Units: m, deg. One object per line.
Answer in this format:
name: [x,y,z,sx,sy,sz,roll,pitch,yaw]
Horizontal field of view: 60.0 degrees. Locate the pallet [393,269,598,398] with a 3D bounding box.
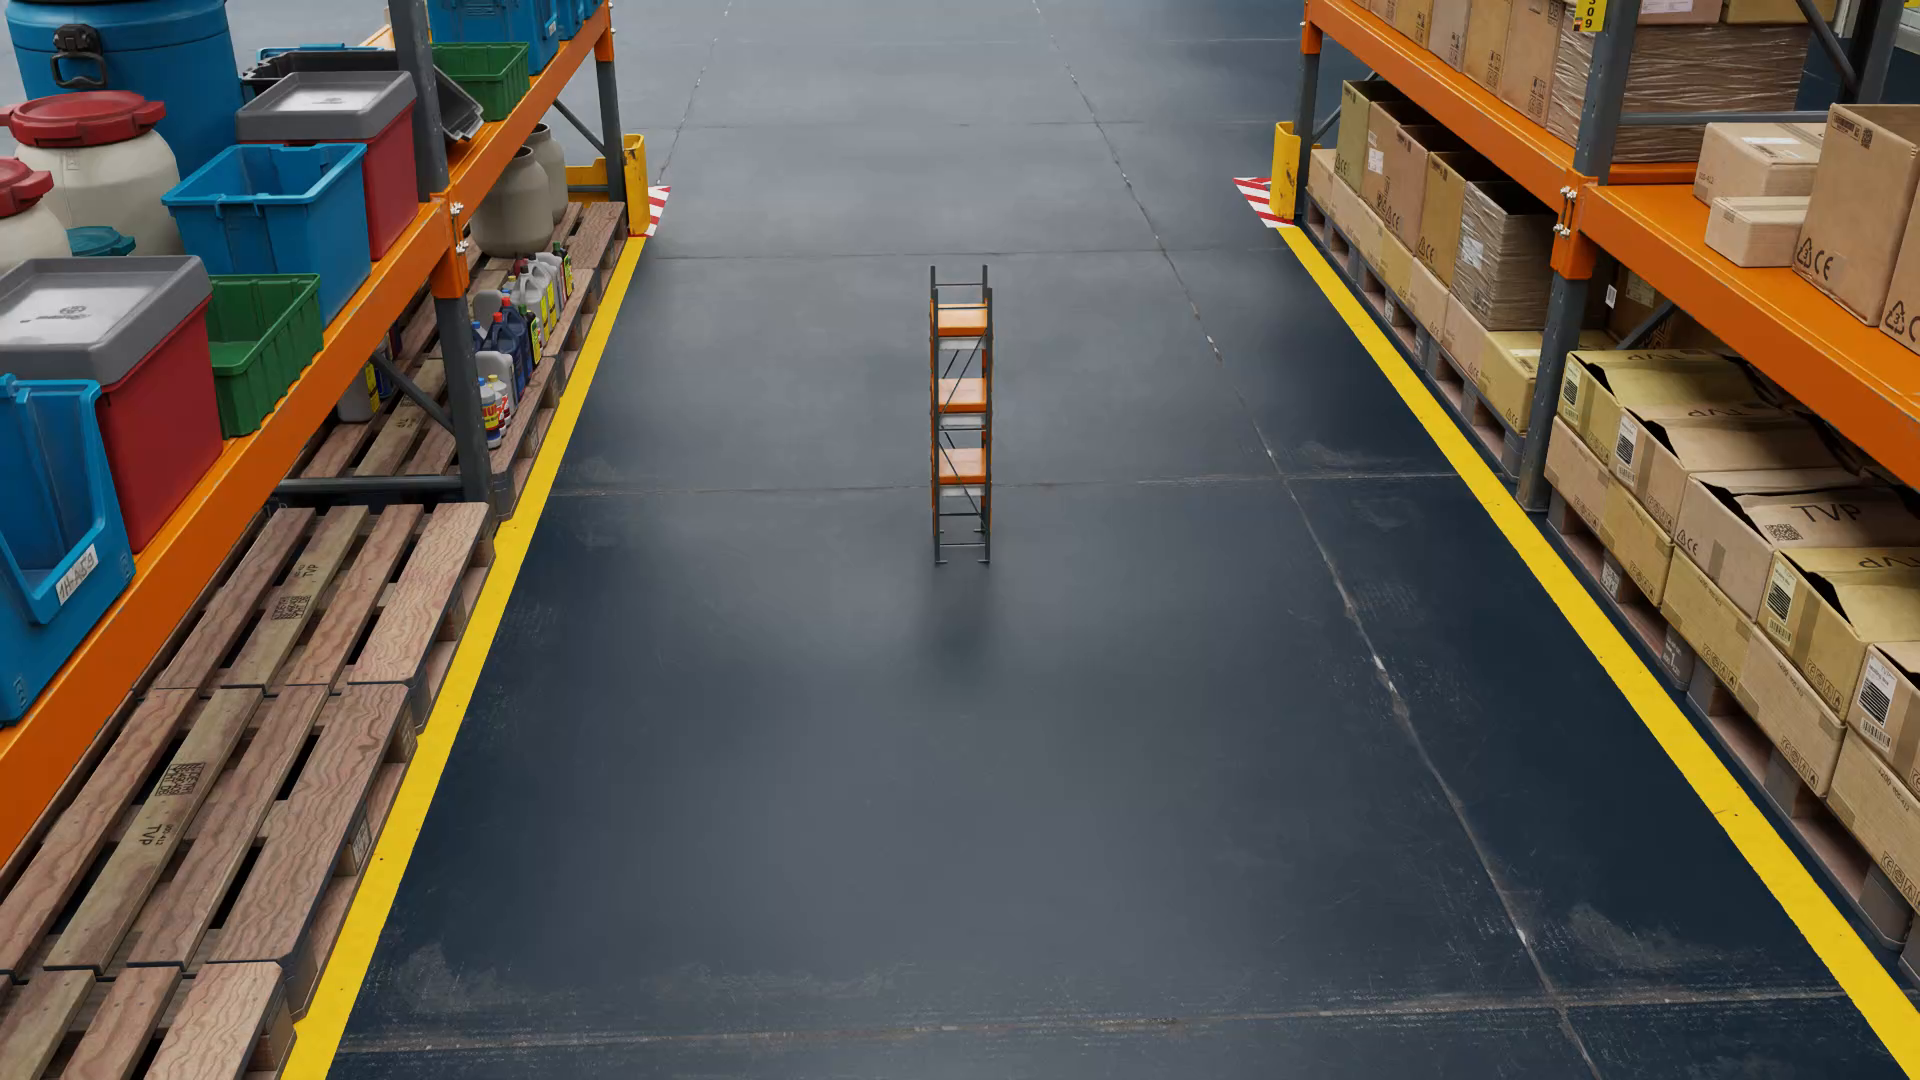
pallet: [-2.320,-0.992,7.924,1.003,0.211,1.213,-1,28,-3]

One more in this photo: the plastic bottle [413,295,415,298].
plastic bottle: [-2.680,-1.261,7.975,0.097,0.201,0.097,0,28,0]

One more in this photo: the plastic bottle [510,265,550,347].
plastic bottle: [-1.920,-1.039,7.388,0.144,0.351,0.185,-2,28,-3]

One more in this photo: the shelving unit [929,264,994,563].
shelving unit: [0.003,-0.441,5.960,0.215,1.050,0.252,-1,28,-3]

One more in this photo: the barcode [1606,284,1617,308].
barcode: [2.285,-0.855,5.835,0.001,0.075,0.075,-1,28,-3]

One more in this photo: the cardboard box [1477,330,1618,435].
cardboard box: [2.445,-0.646,6.765,0.500,0.250,0.500,-1,28,-3]

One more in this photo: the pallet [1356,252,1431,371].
pallet: [2.621,-1.167,8.259,1.003,0.211,1.213,-1,28,-3]

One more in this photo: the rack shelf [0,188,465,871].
rack shelf: [-2.155,-0.110,3.995,1.077,0.370,4.000,-1,28,-3]

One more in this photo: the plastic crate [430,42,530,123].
plastic crate: [-2.049,-1.892,6.864,0.450,0.188,0.662,-1,28,-3]

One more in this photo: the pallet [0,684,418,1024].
pallet: [-2.113,0.810,4.468,1.003,0.211,1.213,-1,28,-3]

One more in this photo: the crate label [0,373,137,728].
crate label: [-1.833,0.014,2.942,0.502,0.435,0.616,-1,28,-3]

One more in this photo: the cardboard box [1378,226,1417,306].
cardboard box: [2.361,-1.339,8.093,0.500,0.250,0.500,-1,28,-3]

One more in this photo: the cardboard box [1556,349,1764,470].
cardboard box: [2.460,-0.489,5.857,0.500,0.311,0.500,-1,28,-2]

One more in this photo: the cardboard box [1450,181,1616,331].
cardboard box: [2.430,-1.210,7.035,0.500,0.500,0.500,-1,28,-3]

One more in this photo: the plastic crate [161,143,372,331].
plastic crate: [-1.892,-0.844,4.641,0.392,0.384,0.575,-1,28,-3]

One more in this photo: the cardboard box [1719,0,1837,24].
cardboard box: [2.866,-1.931,5.899,0.380,0.149,0.250,-1,28,-3]

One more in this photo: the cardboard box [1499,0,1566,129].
cardboard box: [2.624,-1.963,6.662,0.700,0.500,0.500,-2,28,-3]

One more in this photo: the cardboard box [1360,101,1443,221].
cardboard box: [2.351,-1.903,8.363,0.500,0.500,0.500,-1,28,-3]

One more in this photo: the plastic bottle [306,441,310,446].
plastic bottle: [-2.590,-0.467,6.452,0.097,0.201,0.097,0,28,0]

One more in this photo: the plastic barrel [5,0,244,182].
plastic barrel: [-2.542,-1.389,5.127,0.600,0.901,0.708,-1,28,-3]

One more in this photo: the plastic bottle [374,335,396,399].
plastic bottle: [-2.445,-0.734,6.884,0.152,0.276,0.135,-1,28,-3]

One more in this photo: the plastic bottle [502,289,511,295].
plastic bottle: [-2.048,-1.036,7.543,0.097,0.201,0.097,0,28,0]

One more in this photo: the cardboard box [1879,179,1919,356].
cardboard box: [2.764,-0.685,4.212,0.500,0.500,0.500,-1,28,-3]

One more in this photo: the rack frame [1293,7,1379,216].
rack frame: [2.478,-3.318,9.367,1.000,3.000,0.127,-1,28,-3]

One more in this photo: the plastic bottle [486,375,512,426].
plastic bottle: [-1.849,-0.558,6.627,0.097,0.201,0.097,0,28,0]

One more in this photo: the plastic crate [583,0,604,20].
plastic crate: [-2.144,-2.910,8.746,0.499,0.251,0.616,-1,28,-3]

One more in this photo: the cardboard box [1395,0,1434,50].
cardboard box: [2.542,-2.674,8.026,0.700,0.500,0.500,-1,28,-2]

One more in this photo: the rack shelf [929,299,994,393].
rack shelf: [0.003,-0.683,5.834,0.215,0.259,0.240,-1,28,-3]

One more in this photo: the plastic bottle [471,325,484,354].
plastic bottle: [-2.031,-0.752,6.838,0.144,0.351,0.185,-1,28,-3]

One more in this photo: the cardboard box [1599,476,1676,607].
cardboard box: [2.486,-0.009,5.543,0.500,0.250,0.500,-1,28,-1]

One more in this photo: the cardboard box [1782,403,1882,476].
cardboard box: [3.028,-0.266,5.429,0.500,0.311,0.500,-1,28,-1]

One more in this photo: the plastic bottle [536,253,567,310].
plastic bottle: [-1.949,-1.233,7.839,0.152,0.276,0.135,-1,28,-2]

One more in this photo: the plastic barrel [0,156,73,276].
plastic barrel: [-2.391,-0.627,4.061,0.433,0.535,0.433,0,28,0]

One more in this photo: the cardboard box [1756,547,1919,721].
cardboard box: [2.541,0.221,4.496,0.500,0.311,0.500,-1,28,-1]

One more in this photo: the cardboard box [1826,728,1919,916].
cardboard box: [2.571,0.702,4.179,0.500,0.250,0.500,-1,28,-1]

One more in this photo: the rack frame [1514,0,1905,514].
rack frame: [2.687,-1.470,5.826,1.000,3.000,0.127,-1,28,-3]

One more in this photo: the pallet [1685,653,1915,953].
pallet: [2.831,0.670,4.737,1.003,0.211,1.213,-1,28,-3]

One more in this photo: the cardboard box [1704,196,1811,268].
cardboard box: [2.529,-0.945,5.090,0.380,0.149,0.250,-1,28,-3]

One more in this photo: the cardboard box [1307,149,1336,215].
cardboard box: [2.284,-2.032,9.421,0.500,0.250,0.500,-1,28,-3]

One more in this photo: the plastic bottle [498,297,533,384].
plastic bottle: [-1.897,-0.843,7.011,0.144,0.351,0.185,-3,28,-5]

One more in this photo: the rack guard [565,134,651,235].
rack guard: [-2.418,-2.057,9.654,1.175,0.500,0.348,-1,28,-3]
